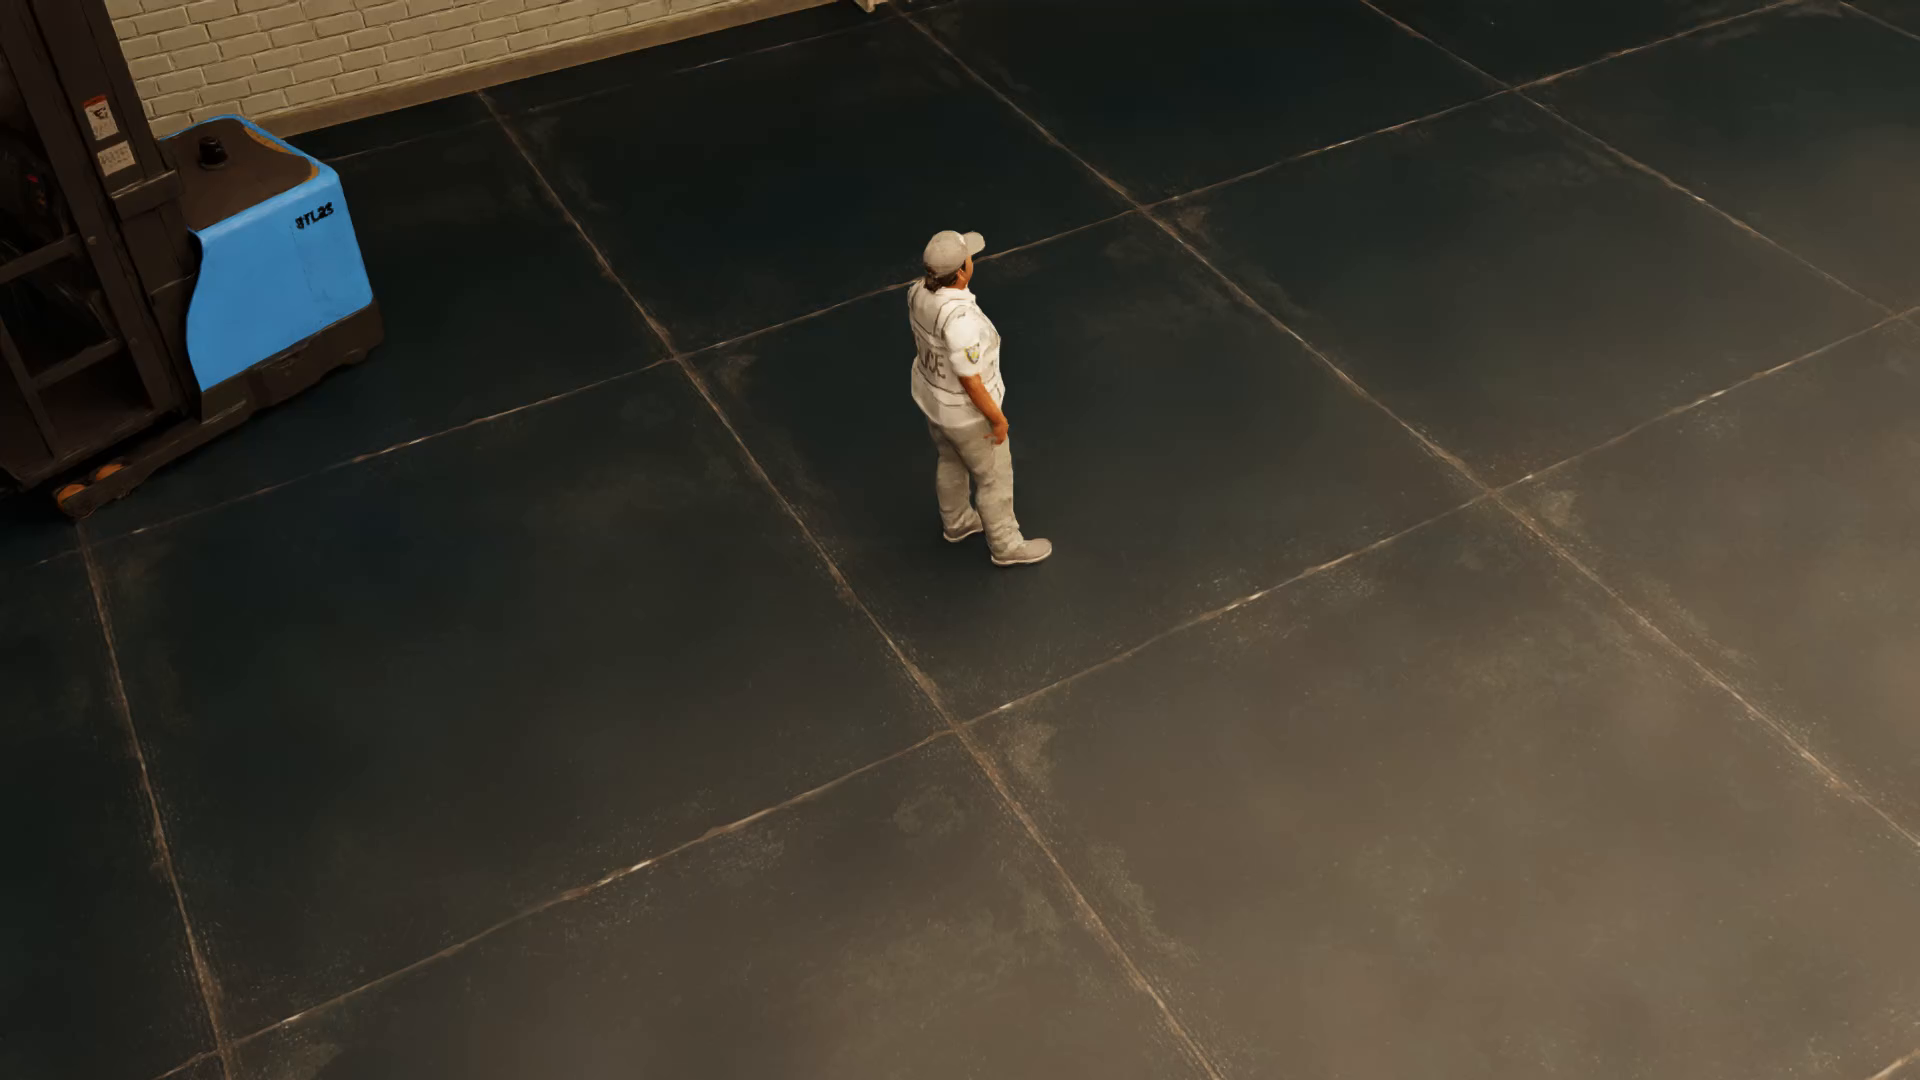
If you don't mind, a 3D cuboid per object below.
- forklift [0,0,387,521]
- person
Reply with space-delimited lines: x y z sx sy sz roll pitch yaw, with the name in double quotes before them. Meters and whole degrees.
"forklift" -4.412 -1.564 7.384 1.130 2.935 3.031 30 50 28
"person" 0.078 -0.629 7.295 0.529 1.669 0.598 -21 47 -21
